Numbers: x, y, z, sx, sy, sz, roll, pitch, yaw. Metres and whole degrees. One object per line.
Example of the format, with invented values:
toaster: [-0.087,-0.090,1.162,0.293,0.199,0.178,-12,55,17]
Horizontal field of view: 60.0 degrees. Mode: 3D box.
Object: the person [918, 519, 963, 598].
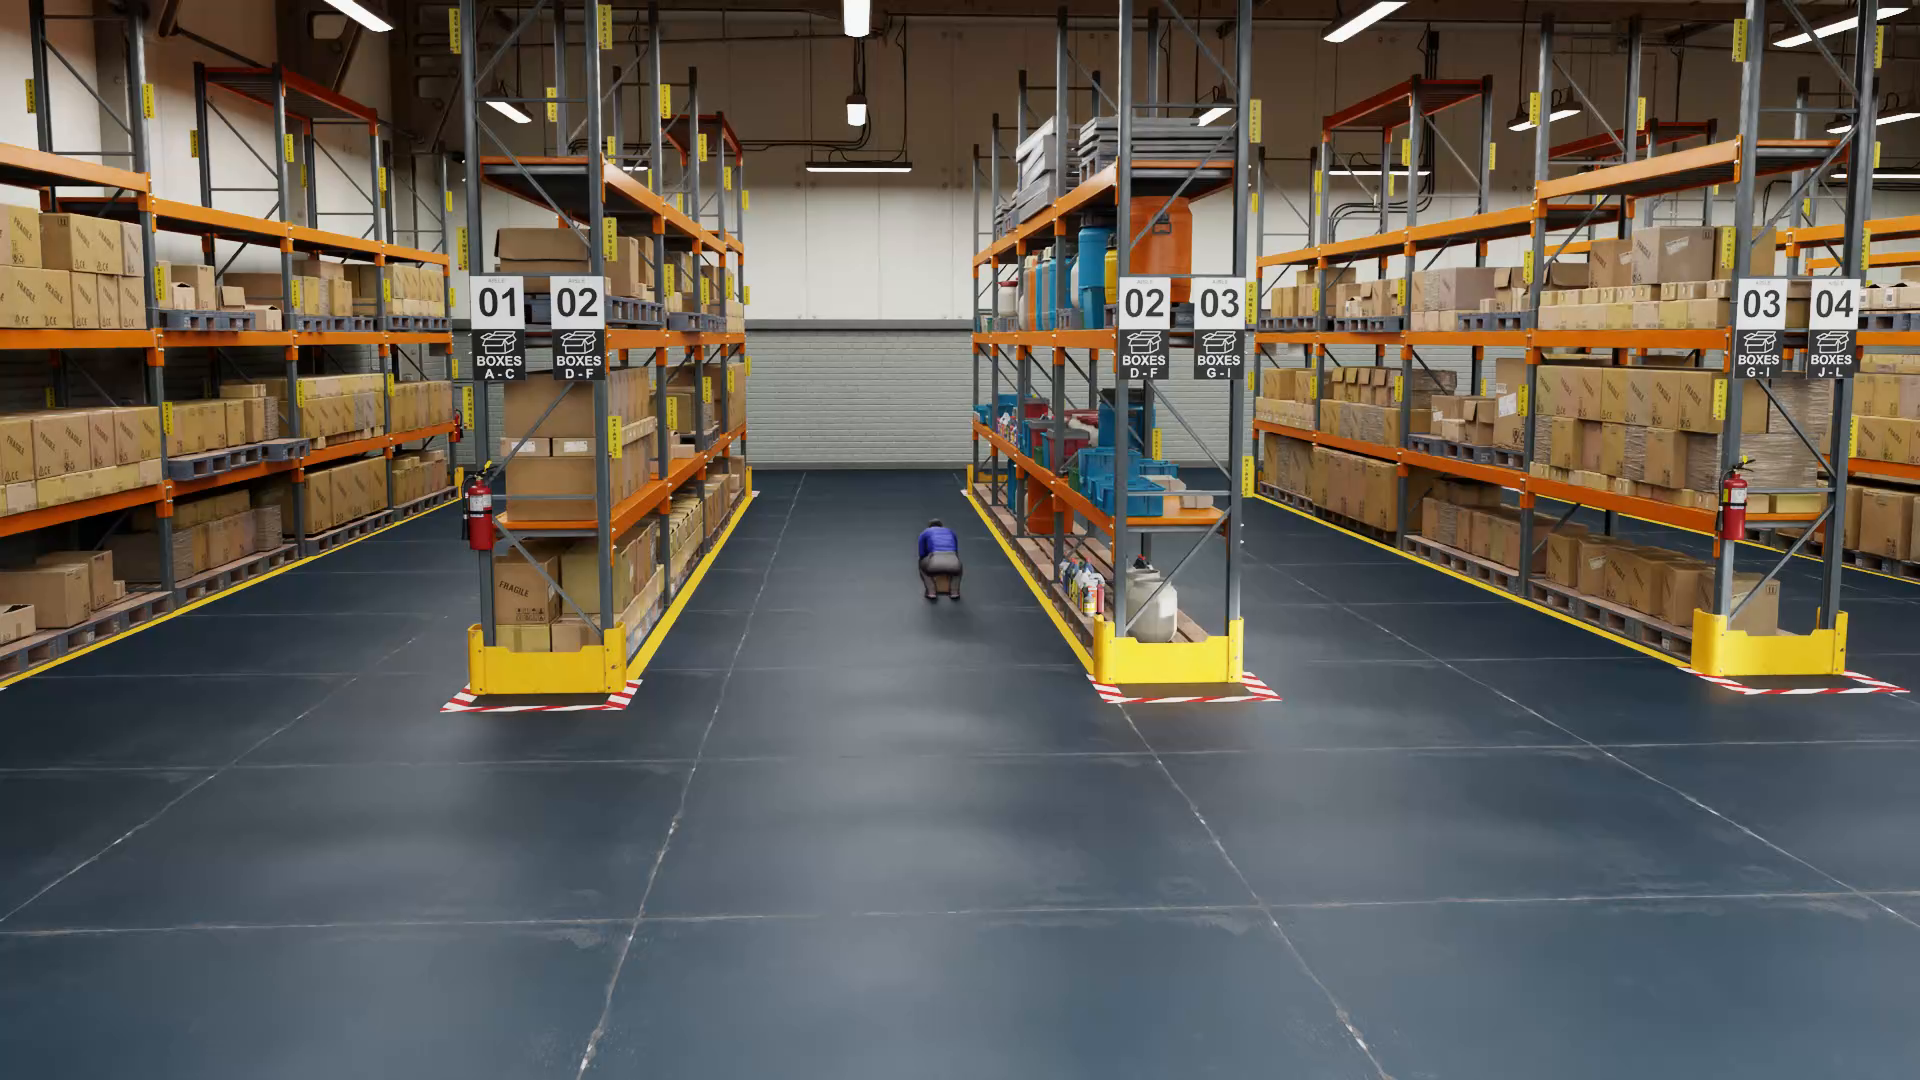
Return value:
person: [-0.201,0.201,17.742,0.480,0.810,0.813,0,7,-4]
